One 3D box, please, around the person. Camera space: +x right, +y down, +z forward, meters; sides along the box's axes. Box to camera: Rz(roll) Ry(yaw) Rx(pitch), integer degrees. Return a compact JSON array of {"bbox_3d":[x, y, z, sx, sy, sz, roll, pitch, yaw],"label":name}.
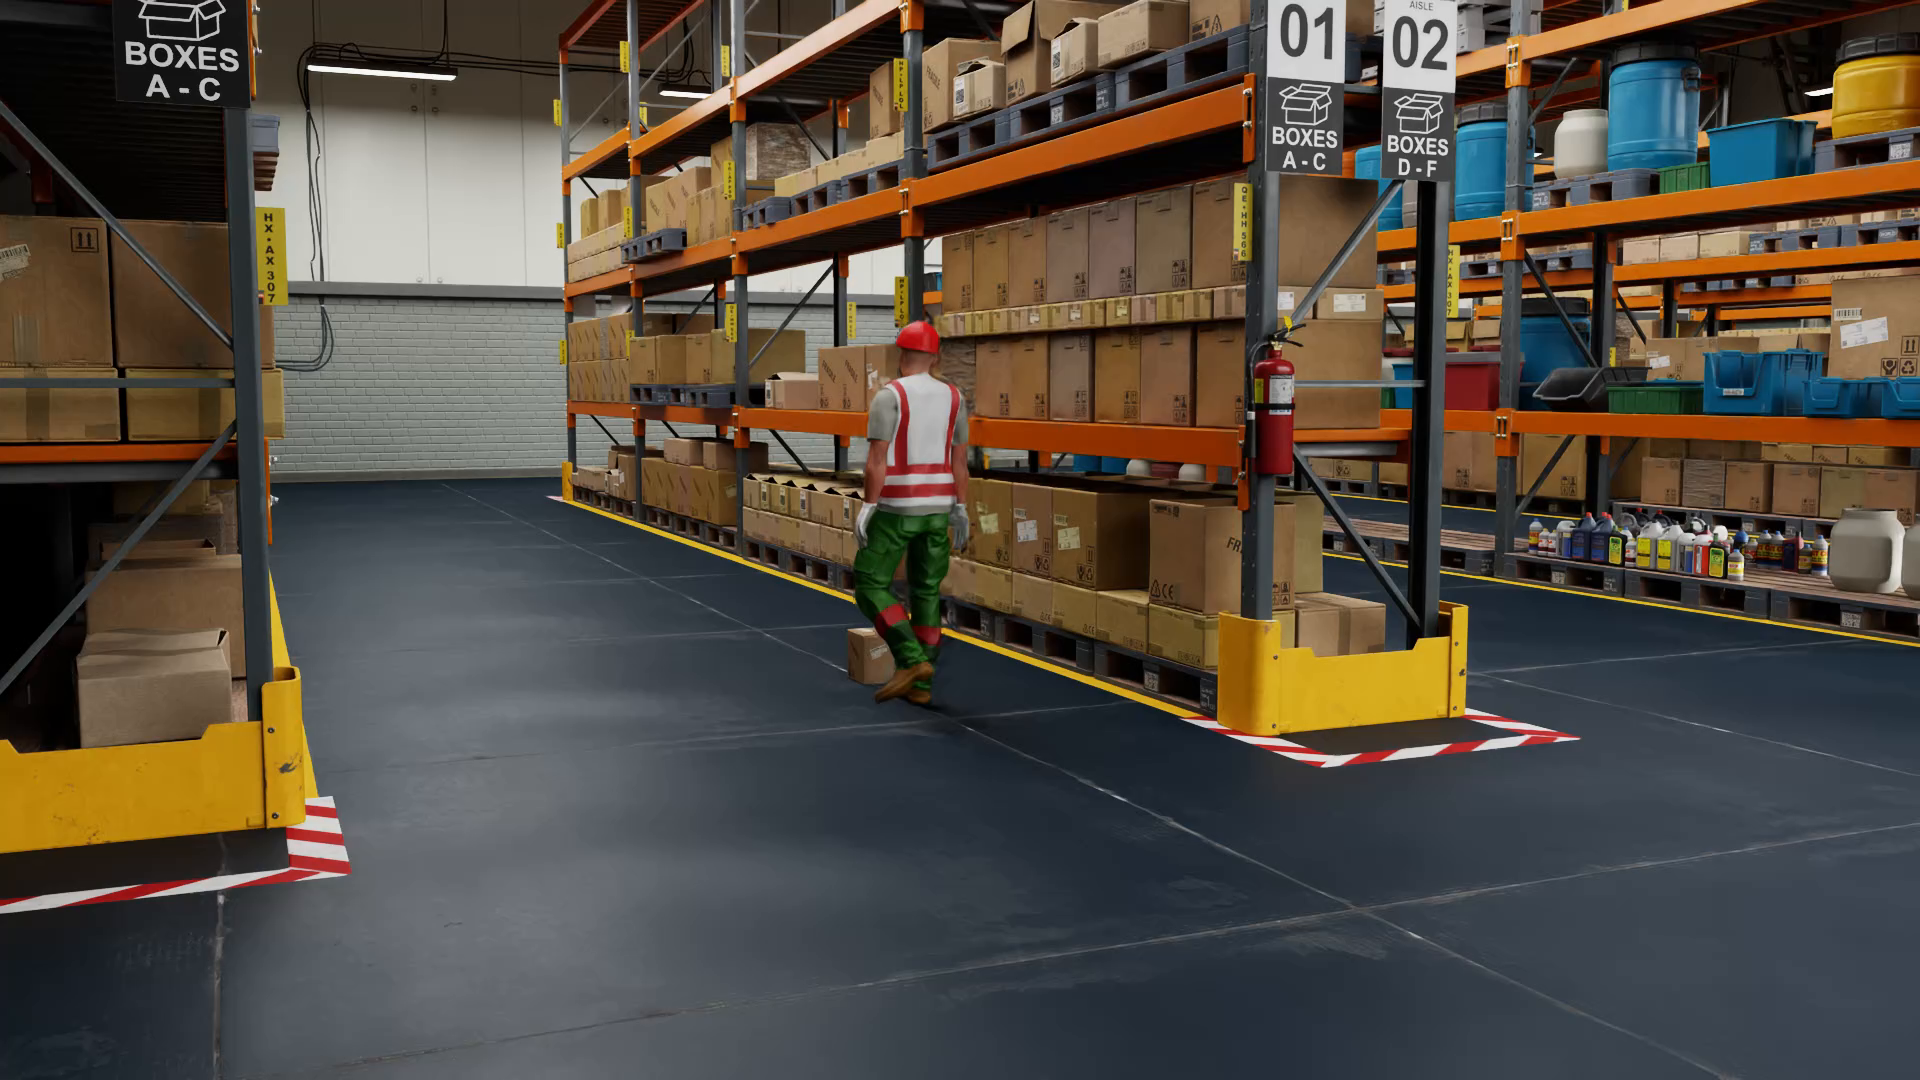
[{"bbox_3d":[-0.194,-0.120,7.698,0.621,1.787,0.572,-4,6,-33],"label":"person"}]
